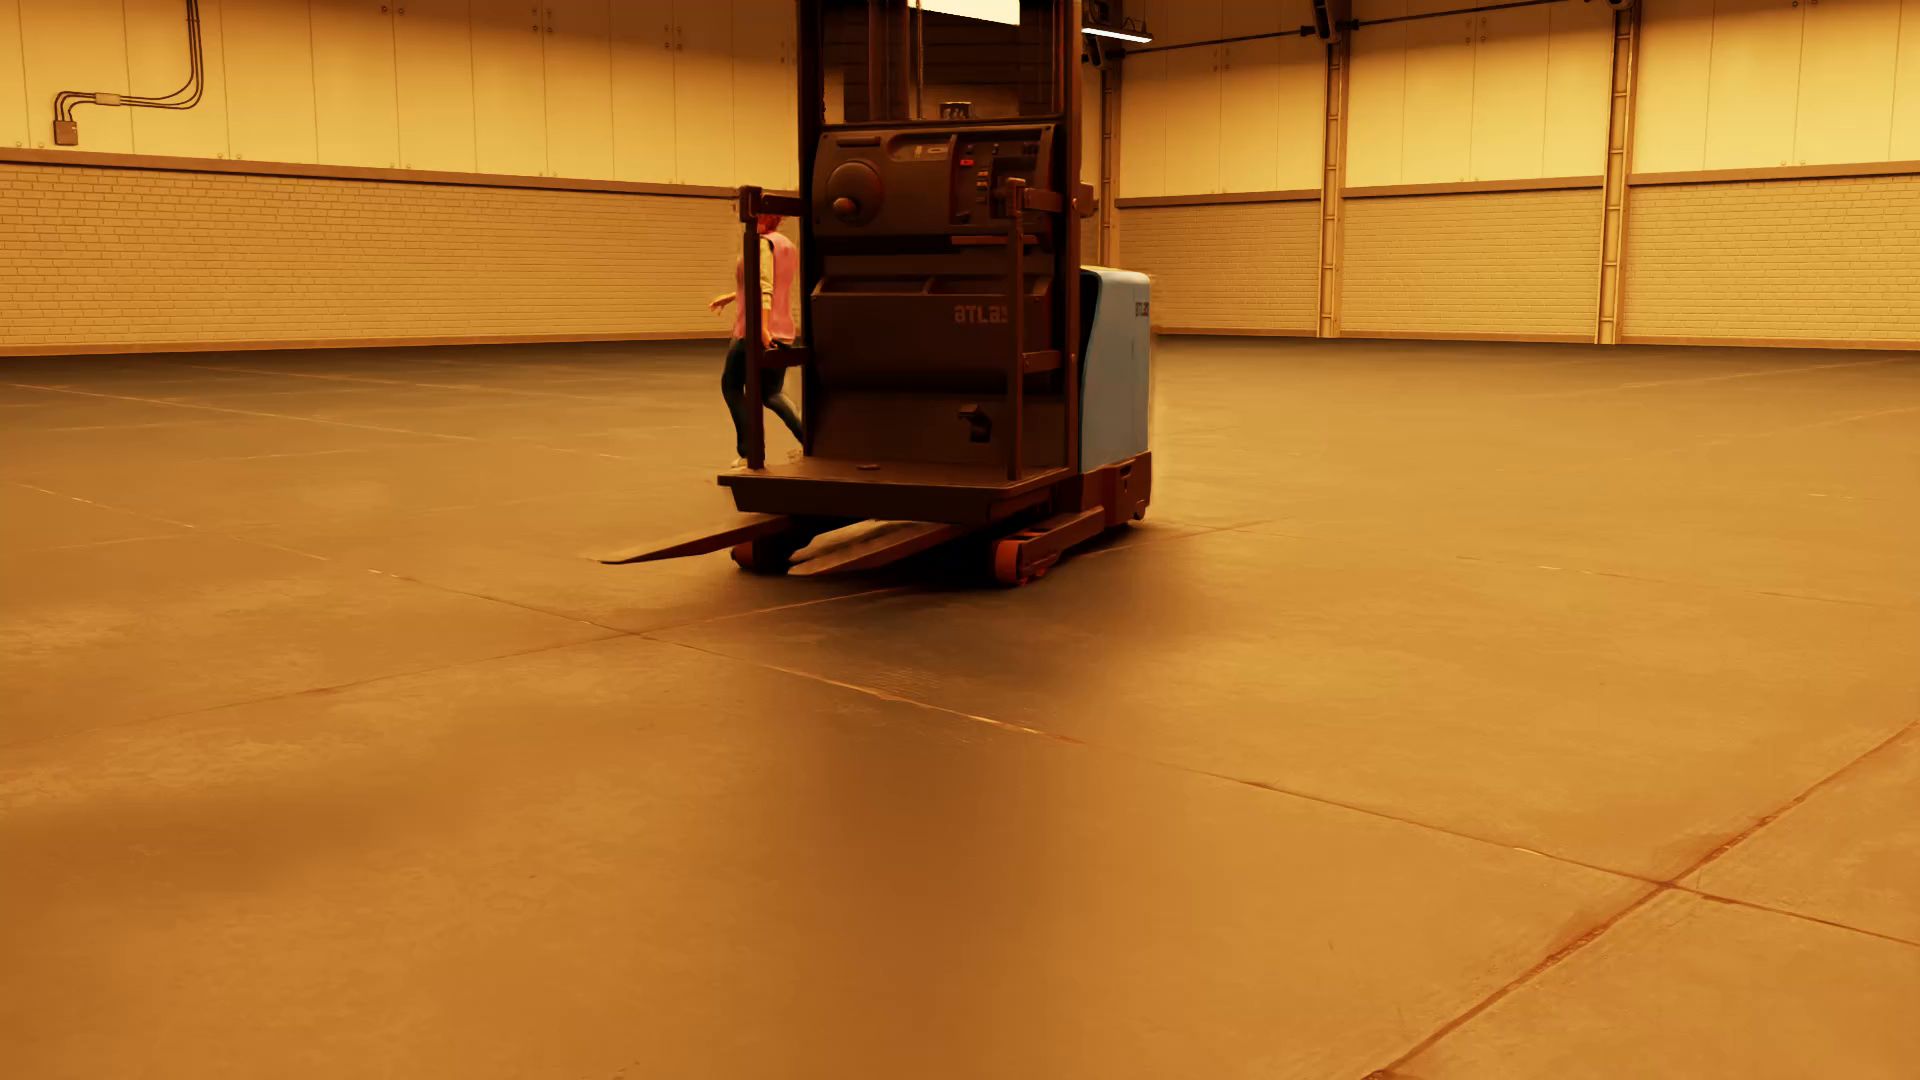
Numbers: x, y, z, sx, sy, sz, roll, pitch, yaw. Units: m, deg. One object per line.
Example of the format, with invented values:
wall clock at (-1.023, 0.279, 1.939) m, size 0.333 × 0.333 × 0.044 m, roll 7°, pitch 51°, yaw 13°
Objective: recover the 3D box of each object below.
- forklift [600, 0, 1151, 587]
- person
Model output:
forklift at (-0.181, -1.359, 5.899) m, size 1.130 × 2.935 × 3.031 m, roll 3°, pitch 9°, yaw 21°
person at (-1.068, -1.105, 9.008) m, size 0.659 × 1.524 × 0.494 m, roll 7°, pitch 11°, yaw 40°
